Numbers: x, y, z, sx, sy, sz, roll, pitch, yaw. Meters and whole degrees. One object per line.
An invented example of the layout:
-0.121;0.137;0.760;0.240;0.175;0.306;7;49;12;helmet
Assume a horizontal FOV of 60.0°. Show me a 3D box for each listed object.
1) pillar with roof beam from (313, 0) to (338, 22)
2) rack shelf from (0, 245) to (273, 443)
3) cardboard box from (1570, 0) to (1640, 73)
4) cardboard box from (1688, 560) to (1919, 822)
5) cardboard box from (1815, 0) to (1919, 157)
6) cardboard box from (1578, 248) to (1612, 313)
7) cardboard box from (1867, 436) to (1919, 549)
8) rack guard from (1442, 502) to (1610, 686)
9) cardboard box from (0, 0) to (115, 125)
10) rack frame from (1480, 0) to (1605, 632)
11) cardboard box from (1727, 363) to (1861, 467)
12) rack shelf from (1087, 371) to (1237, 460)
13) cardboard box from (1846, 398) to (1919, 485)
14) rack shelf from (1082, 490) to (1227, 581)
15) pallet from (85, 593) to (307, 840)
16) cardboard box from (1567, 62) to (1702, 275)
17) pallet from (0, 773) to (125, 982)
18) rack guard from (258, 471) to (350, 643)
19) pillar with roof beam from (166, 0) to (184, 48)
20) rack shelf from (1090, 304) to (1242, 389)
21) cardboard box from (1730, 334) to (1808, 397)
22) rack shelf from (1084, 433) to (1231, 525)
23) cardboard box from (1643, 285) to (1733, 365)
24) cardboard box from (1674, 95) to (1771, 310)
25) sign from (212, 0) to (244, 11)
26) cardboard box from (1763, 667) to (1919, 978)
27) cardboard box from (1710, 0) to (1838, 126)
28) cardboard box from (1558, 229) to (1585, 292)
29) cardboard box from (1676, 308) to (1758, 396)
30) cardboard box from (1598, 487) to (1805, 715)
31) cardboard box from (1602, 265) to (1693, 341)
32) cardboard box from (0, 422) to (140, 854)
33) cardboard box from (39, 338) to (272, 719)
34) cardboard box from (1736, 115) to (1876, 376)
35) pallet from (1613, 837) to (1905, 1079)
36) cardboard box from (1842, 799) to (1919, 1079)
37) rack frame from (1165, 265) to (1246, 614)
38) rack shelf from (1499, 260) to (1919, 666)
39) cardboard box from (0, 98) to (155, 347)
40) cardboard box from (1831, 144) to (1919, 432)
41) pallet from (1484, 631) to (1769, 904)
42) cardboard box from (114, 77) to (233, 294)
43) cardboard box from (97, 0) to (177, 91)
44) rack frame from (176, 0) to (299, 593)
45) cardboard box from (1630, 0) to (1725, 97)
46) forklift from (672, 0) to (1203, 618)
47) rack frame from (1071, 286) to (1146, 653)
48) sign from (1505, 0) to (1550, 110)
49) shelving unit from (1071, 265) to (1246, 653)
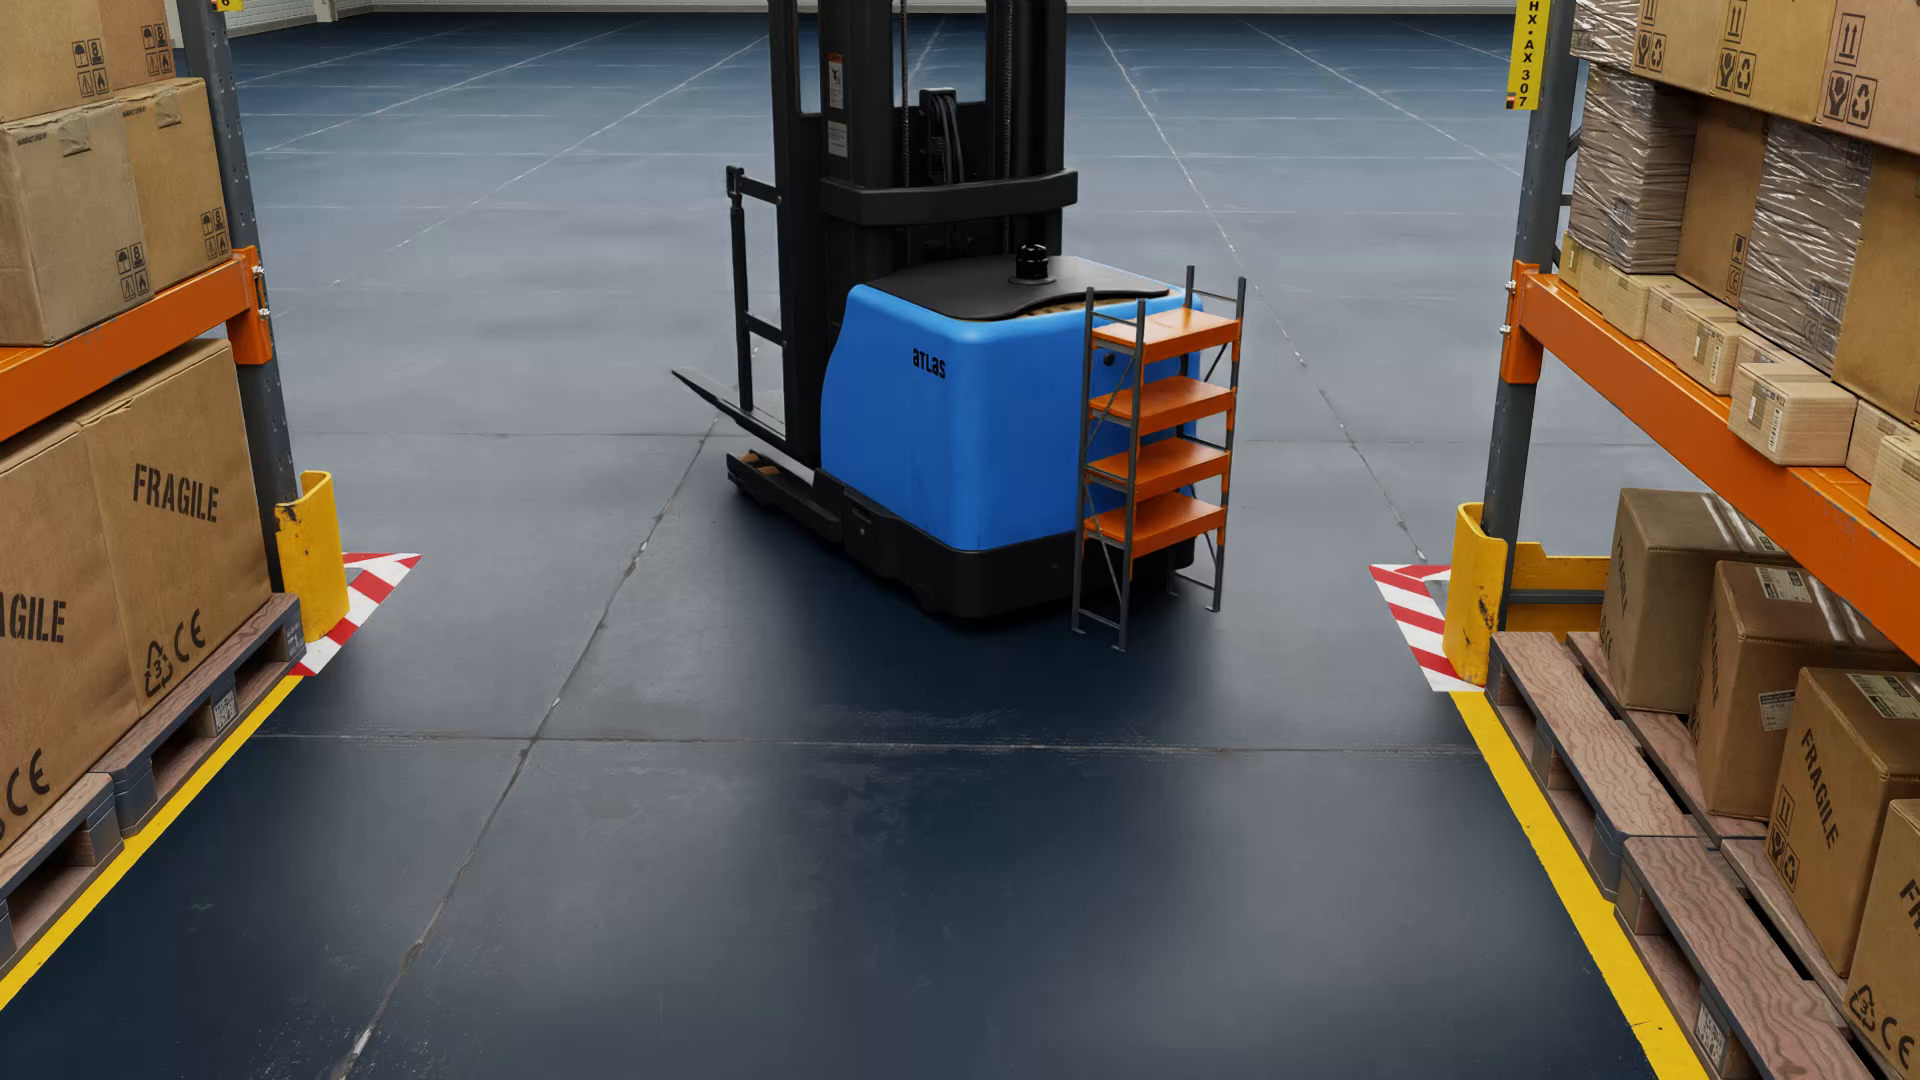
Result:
-8.369;-14.532;31.542;9.100;9.000;0.400;1;21;2;pillar with roof beam
-2.811;-0.048;3.500;1.077;0.370;4.000;1;21;2;rack shelf
1.916;-1.471;4.241;0.500;0.500;0.500;1;21;2;cardboard box
2.185;0.396;4.236;0.500;0.500;0.500;6;22;16;cardboard box
1.870;-0.928;2.844;0.500;0.500;0.500;1;21;2;cardboard box
1.931;-0.708;4.553;0.380;0.149;0.250;1;21;2;cardboard box
1.856;-0.075;2.923;0.380;0.149;0.250;1;21;2;cardboard box
2.202;0.178;5.380;1.175;0.500;0.348;1;21;2;rack guard
-2.724;-1.346;4.151;0.875;0.550;0.550;1;21;2;cardboard box
2.205;-1.015;4.999;1.000;3.000;0.127;1;21;2;rack frame
1.815;-0.256;3.390;0.380;0.149;0.250;1;21;2;cardboard box
0.660;-0.418;5.506;0.480;0.148;0.258;-18;29;-39;rack shelf
1.940;-0.165;3.154;0.380;0.149;0.250;1;21;2;cardboard box
0.654;-0.027;5.665;0.480;0.148;0.258;-18;29;-39;rack shelf
-2.696;0.484;4.991;1.003;0.211;1.213;1;21;2;pallet
2.161;-1.002;4.415;0.875;0.500;0.500;1;21;2;cardboard box
-2.736;0.924;3.857;1.003;0.211;1.213;1;21;2;pallet
-2.749;0.050;5.708;1.175;0.500;0.348;1;21;2;rack guard
-8.551;-12.363;25.951;9.100;9.000;0.400;1;21;2;pillar with roof beam
0.664;-0.637;5.417;0.480;0.148;0.258;-18;29;-39;rack shelf
1.926;-0.346;3.621;0.380;0.149;0.250;1;21;2;cardboard box
0.657;-0.210;5.590;0.480;0.148;0.258;-18;29;-39;rack shelf
1.922;-0.527;4.087;0.380;0.149;0.250;1;21;2;cardboard box
2.265;-0.820;3.946;0.875;0.500;0.500;1;21;2;cardboard box
-2.208;-1.746;4.953;0.100;0.325;0.005;1;21;2;sign
2.147;0.623;3.653;0.500;0.500;0.500;3;21;7;cardboard box
1.880;-1.109;3.310;0.500;0.500;0.500;1;21;2;cardboard box
1.958;-0.798;4.786;0.380;0.149;0.250;1;21;2;cardboard box
1.907;-0.436;3.854;0.380;0.149;0.250;1;21;2;cardboard box
2.169;0.180;4.794;0.500;0.500;0.500;5;22;12;cardboard box
1.908;-0.617;4.321;0.380;0.149;0.250;1;21;2;cardboard box
-2.729;0.252;4.088;0.875;0.875;0.875;0;21;1;cardboard box
-2.704;-0.066;4.908;0.875;0.875;0.875;1;21;2;cardboard box
2.207;-0.640;3.481;0.875;0.500;0.500;1;21;2;cardboard box
2.102;1.046;3.543;1.003;0.211;1.213;1;21;2;pallet
2.085;0.824;3.134;0.500;0.500;0.500;-1;21;-3;cardboard box
0.838;-0.332;5.718;0.015;1.200;0.240;-18;29;-39;rack frame
2.144;0.043;3.265;1.077;0.370;4.000;1;21;2;rack shelf
-2.711;-0.843;4.346;0.875;0.550;0.550;1;21;2;cardboard box
2.180;-0.459;3.016;0.875;0.500;0.500;1;21;2;cardboard box
2.142;0.606;4.676;1.003;0.211;1.213;1;21;2;pallet
-2.716;-1.042;4.860;0.875;0.550;0.550;1;21;2;cardboard box
-2.800;-1.546;4.667;0.875;0.550;0.550;1;21;2;cardboard box
-2.750;-1.106;5.234;1.000;3.000;0.127;1;21;2;rack frame
1.893;-1.290;3.776;0.500;0.500;0.500;1;21;2;cardboard box
-0.328;-1.586;6.564;1.130;2.935;3.031;-12;24;-29;forklift
0.477;-0.213;5.412;0.015;1.200;0.240;-18;29;-39;rack frame
1.662;-1.425;4.858;0.100;0.325;0.005;1;21;2;sign
0.658;-0.273;5.565;0.503;1.200;0.258;-18;29;-39;shelving unit
